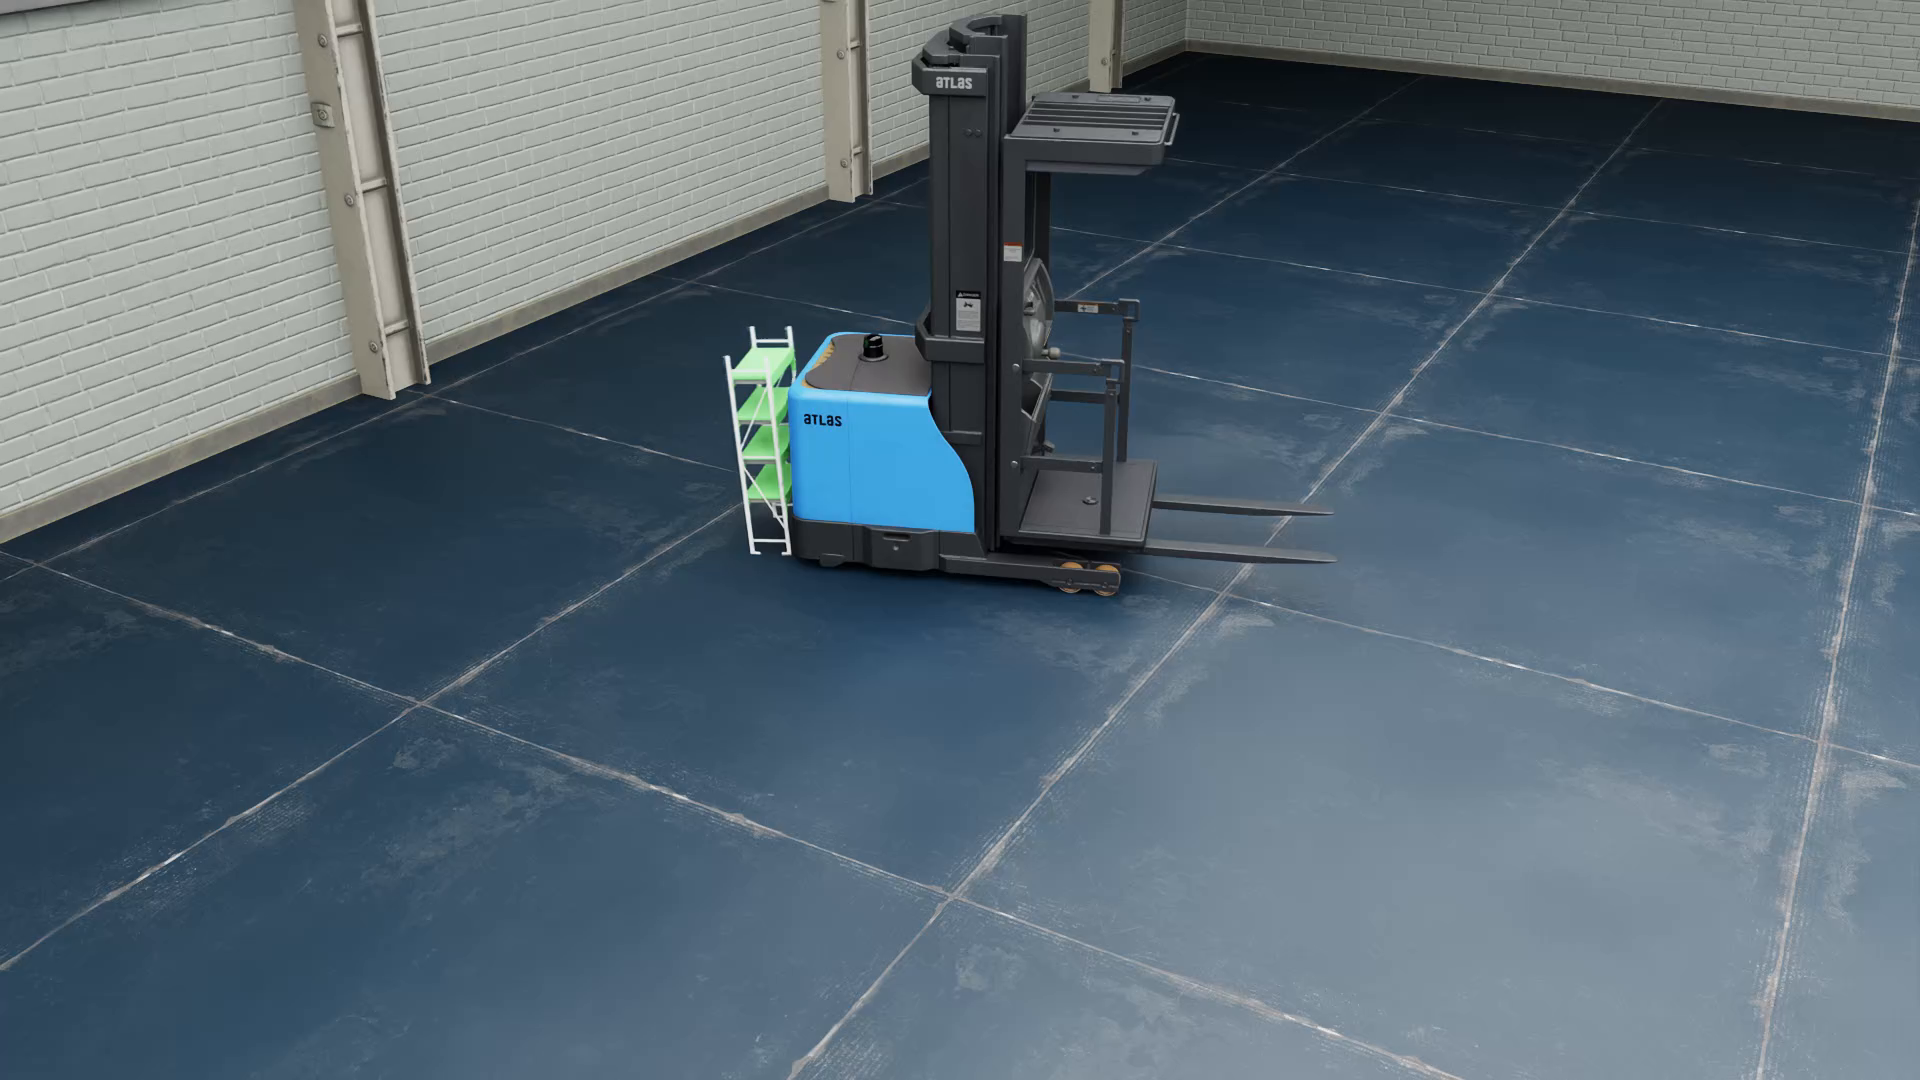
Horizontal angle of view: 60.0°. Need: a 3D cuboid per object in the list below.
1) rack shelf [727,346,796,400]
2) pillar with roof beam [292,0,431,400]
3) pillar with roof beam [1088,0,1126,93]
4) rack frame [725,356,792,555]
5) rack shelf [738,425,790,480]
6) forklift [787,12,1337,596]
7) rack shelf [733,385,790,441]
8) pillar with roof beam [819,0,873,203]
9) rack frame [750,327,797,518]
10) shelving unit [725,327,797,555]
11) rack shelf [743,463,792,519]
[{"bbox_3d":[-1.109,-0.941,9.345,0.258,0.148,0.480,1,26,10],"label":"rack shelf"},{"bbox_3d":[-0.304,-4.173,8.034,9.100,9.000,0.400,14,30,26],"label":"pillar with roof beam"},{"bbox_3d":[5.599,-8.850,17.376,9.100,9.000,0.400,14,30,26],"label":"pillar with roof beam"},{"bbox_3d":[-1.124,-0.460,9.311,0.240,1.200,0.015,1,26,10],"label":"rack frame"},{"bbox_3d":[-1.079,-0.511,9.554,0.258,0.148,0.480,1,26,10],"label":"rack shelf"},{"bbox_3d":[0.613,-1.262,8.996,3.031,2.935,1.130,5,27,9],"label":"forklift"},{"bbox_3d":[-1.094,-0.726,9.450,0.258,0.148,0.480,1,26,10],"label":"rack shelf"},{"bbox_3d":[2.648,-6.512,12.705,9.100,9.000,0.400,14,30,26],"label":"pillar with roof beam"},{"bbox_3d":[-1.043,-0.675,9.742,0.240,1.200,0.015,1,26,10],"label":"rack frame"},{"bbox_3d":[-1.083,-0.568,9.526,0.258,1.200,0.503,1,26,10],"label":"shelving unit"},{"bbox_3d":[-1.064,-0.295,9.659,0.258,0.148,0.480,1,26,10],"label":"rack shelf"}]
